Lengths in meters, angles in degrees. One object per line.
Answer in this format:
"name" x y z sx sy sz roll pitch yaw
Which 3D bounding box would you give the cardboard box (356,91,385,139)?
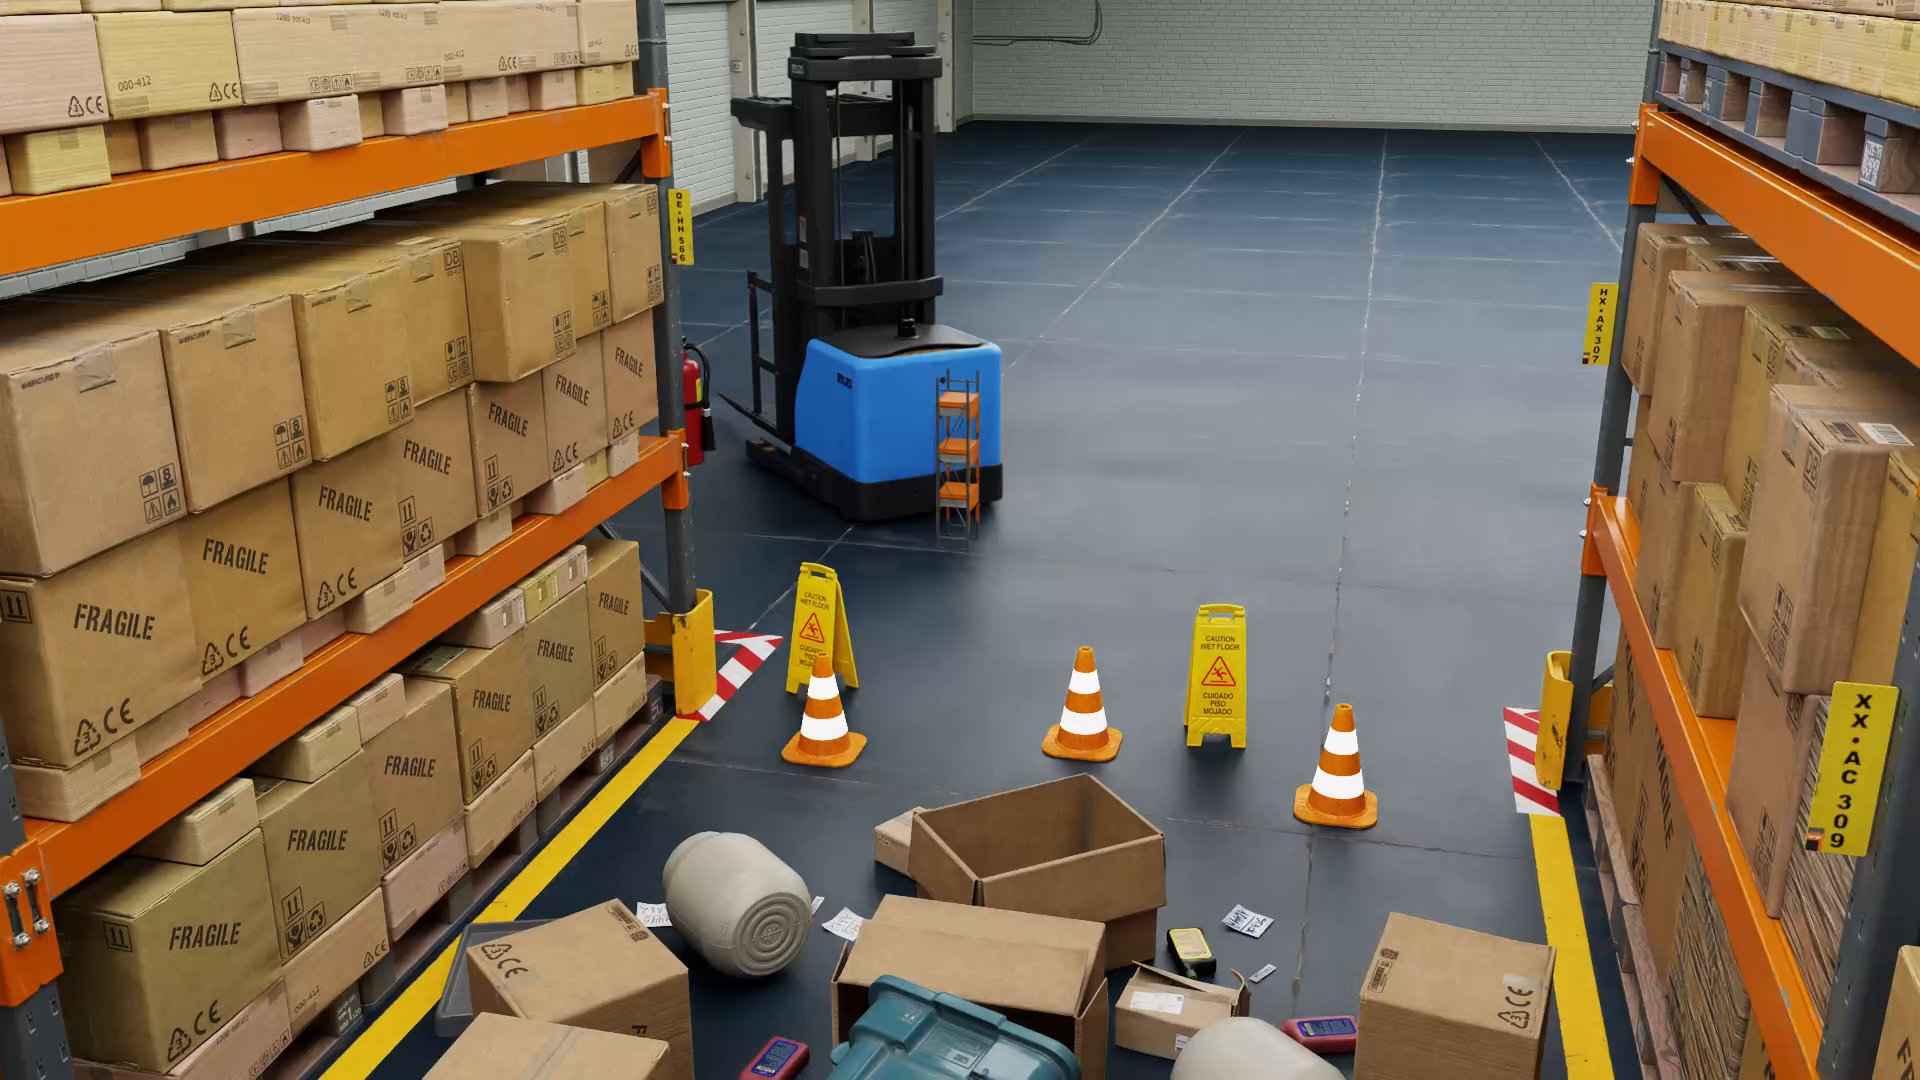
"cardboard box" -2.038 -1.329 5.186 0.380 0.149 0.250 5 19 14

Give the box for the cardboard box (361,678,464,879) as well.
"cardboard box" -2.076 0.787 5.688 0.500 0.500 0.500 6 20 16

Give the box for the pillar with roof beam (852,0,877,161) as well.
"pillar with roof beam" 2.427 -10.985 28.427 9.100 9.000 0.400 5 19 13

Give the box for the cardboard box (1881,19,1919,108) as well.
"cardboard box" 1.935 -0.872 3.043 0.380 0.149 0.250 5 19 14

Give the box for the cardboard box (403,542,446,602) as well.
"cardboard box" -1.986 0.098 5.649 0.380 0.149 0.250 5 19 13

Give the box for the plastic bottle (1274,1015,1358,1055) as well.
"plastic bottle" 1.155 1.607 5.388 0.283 0.061 0.133 -2 19 -6

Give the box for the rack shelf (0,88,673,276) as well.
"rack shelf" -2.241 -1.172 5.451 1.077 0.370 4.000 5 19 13

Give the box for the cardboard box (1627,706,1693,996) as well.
"cardboard box" 2.757 0.940 5.433 0.875 0.875 0.875 4 19 13

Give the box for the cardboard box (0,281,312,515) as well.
"cardboard box" -2.266 -0.407 4.575 0.700 0.500 0.500 5 19 14

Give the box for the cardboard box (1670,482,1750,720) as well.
"cardboard box" 2.564 0.197 4.737 0.875 0.550 0.500 5 19 13

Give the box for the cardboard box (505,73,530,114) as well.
"cardboard box" -1.822 -1.651 6.129 0.380 0.149 0.250 5 19 14

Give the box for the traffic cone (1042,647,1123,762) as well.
"traffic cone" 0.553 0.698 7.427 0.336 0.463 0.334 5 19 13

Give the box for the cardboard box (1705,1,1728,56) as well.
"cardboard box" 2.431 -1.509 4.907 0.380 0.149 0.250 5 19 14

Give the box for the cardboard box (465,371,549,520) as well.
"cardboard box" -1.871 -0.403 6.112 0.500 0.500 0.500 5 19 13

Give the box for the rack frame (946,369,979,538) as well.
"rack frame" 0.017 -0.518 10.081 0.200 1.050 0.008 5 19 13

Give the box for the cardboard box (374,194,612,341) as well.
"cardboard box" -1.797 -1.046 6.447 0.700 0.500 0.500 5 19 14

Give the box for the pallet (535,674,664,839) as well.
"pallet" -2.004 0.875 7.298 1.003 0.211 1.213 5 19 13

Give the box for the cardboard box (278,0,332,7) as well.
"cardboard box" -2.071 -1.630 4.832 0.380 0.149 0.250 4 19 13

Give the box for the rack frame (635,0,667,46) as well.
"rack frame" -1.753 -3.559 6.685 1.000 3.000 0.127 5 19 13

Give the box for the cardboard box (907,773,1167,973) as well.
"cardboard box" 0.273 1.212 5.861 0.797 0.503 0.637 -9 21 -24

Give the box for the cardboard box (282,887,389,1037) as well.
"cardboard box" -2.204 1.304 5.332 0.500 0.250 0.500 6 20 16

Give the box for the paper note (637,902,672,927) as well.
"paper note" -1.119 1.374 6.119 0.142 0.019 0.148 -2 19 -6

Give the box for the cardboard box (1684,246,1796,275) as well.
"cardboard box" 2.899 -0.650 5.546 0.875 0.550 0.550 5 19 13

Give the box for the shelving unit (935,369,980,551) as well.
"shelving unit" -0.013 -0.480 9.969 0.215 1.050 0.252 5 19 13

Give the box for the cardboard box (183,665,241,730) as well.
"cardboard box" -2.295 0.410 4.734 0.380 0.149 0.250 5 19 13

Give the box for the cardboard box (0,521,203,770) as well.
"cardboard box" -2.352 0.230 4.259 0.500 0.500 0.500 5 19 13

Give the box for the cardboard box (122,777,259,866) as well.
"cardboard box" -2.235 0.776 4.714 0.380 0.149 0.250 5 19 14

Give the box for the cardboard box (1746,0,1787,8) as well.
"cardboard box" 2.336 -1.490 4.237 0.500 0.250 0.500 5 19 13

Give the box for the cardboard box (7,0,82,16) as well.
"cardboard box" -2.301 -1.301 3.870 0.380 0.149 0.250 5 20 15

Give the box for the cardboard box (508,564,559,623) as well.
"cardboard box" -1.785 0.191 6.427 0.380 0.149 0.250 5 19 14

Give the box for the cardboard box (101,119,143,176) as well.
"cardboard box" -2.344 -1.009 4.249 0.380 0.149 0.250 5 19 13

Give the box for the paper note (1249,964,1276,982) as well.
"paper note" 1.051 1.503 5.771 0.032 0.001 0.123 17 25 41

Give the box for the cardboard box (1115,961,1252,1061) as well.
"cardboard box" 0.729 1.503 5.377 0.396 0.266 0.258 8 21 23

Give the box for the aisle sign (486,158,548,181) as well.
"aisle sign" -2.038 -1.994 7.363 0.394 0.787 0.004 5 19 13

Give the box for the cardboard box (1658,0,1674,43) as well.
"cardboard box" 2.677 -1.825 5.834 0.380 0.149 0.250 5 19 14

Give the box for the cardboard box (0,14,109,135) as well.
"cardboard box" -2.357 -1.072 3.816 0.500 0.250 0.500 4 19 12

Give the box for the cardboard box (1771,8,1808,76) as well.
"cardboard box" 2.183 -1.192 3.981 0.380 0.149 0.250 4 19 13

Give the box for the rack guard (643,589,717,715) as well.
"rack guard" -1.771 0.487 7.989 1.175 0.500 0.348 5 19 13

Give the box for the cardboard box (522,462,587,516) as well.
"cardboard box" -1.708 -0.217 6.571 0.380 0.149 0.250 5 19 14

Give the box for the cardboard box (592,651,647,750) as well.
"cardboard box" -1.695 0.665 7.205 0.500 0.250 0.500 5 19 13

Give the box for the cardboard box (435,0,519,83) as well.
"cardboard box" -1.863 -1.707 5.676 0.500 0.250 0.500 5 20 15

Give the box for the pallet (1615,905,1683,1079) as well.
"pallet" 2.652 1.597 5.186 1.003 0.211 1.213 5 19 13

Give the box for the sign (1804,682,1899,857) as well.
"sign" 1.556 0.403 2.906 0.100 0.325 0.005 5 19 13

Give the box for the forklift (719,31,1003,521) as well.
"forklift" -0.859 -1.937 11.324 1.130 2.935 3.031 -10 21 -26

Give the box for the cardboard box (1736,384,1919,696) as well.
"cardboard box" 2.240 0.017 3.596 0.875 0.550 0.550 5 19 13
